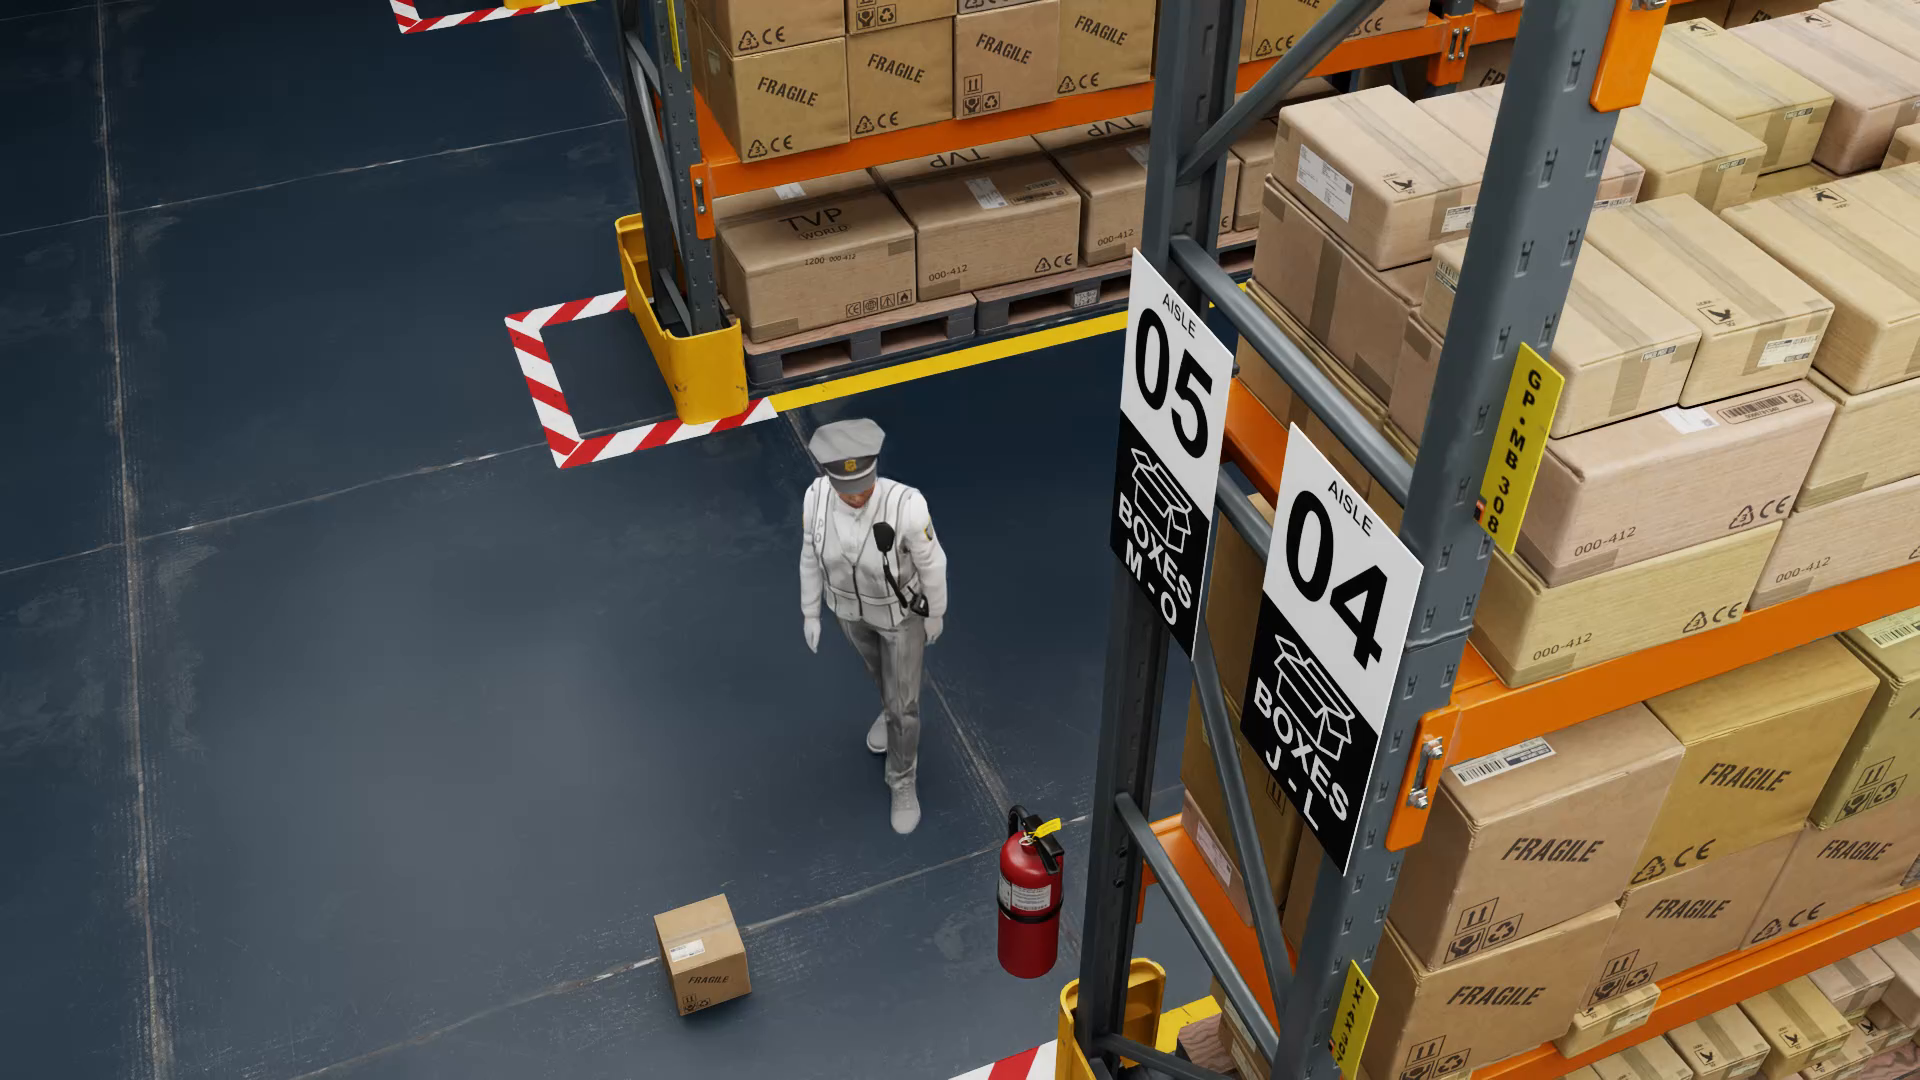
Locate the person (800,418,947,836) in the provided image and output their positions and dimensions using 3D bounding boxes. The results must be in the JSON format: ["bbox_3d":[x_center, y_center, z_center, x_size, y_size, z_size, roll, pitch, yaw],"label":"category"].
[{"bbox_3d":[-0.298,0.259,5.885,0.509,1.697,0.595,14,44,15],"label":"person"}]
